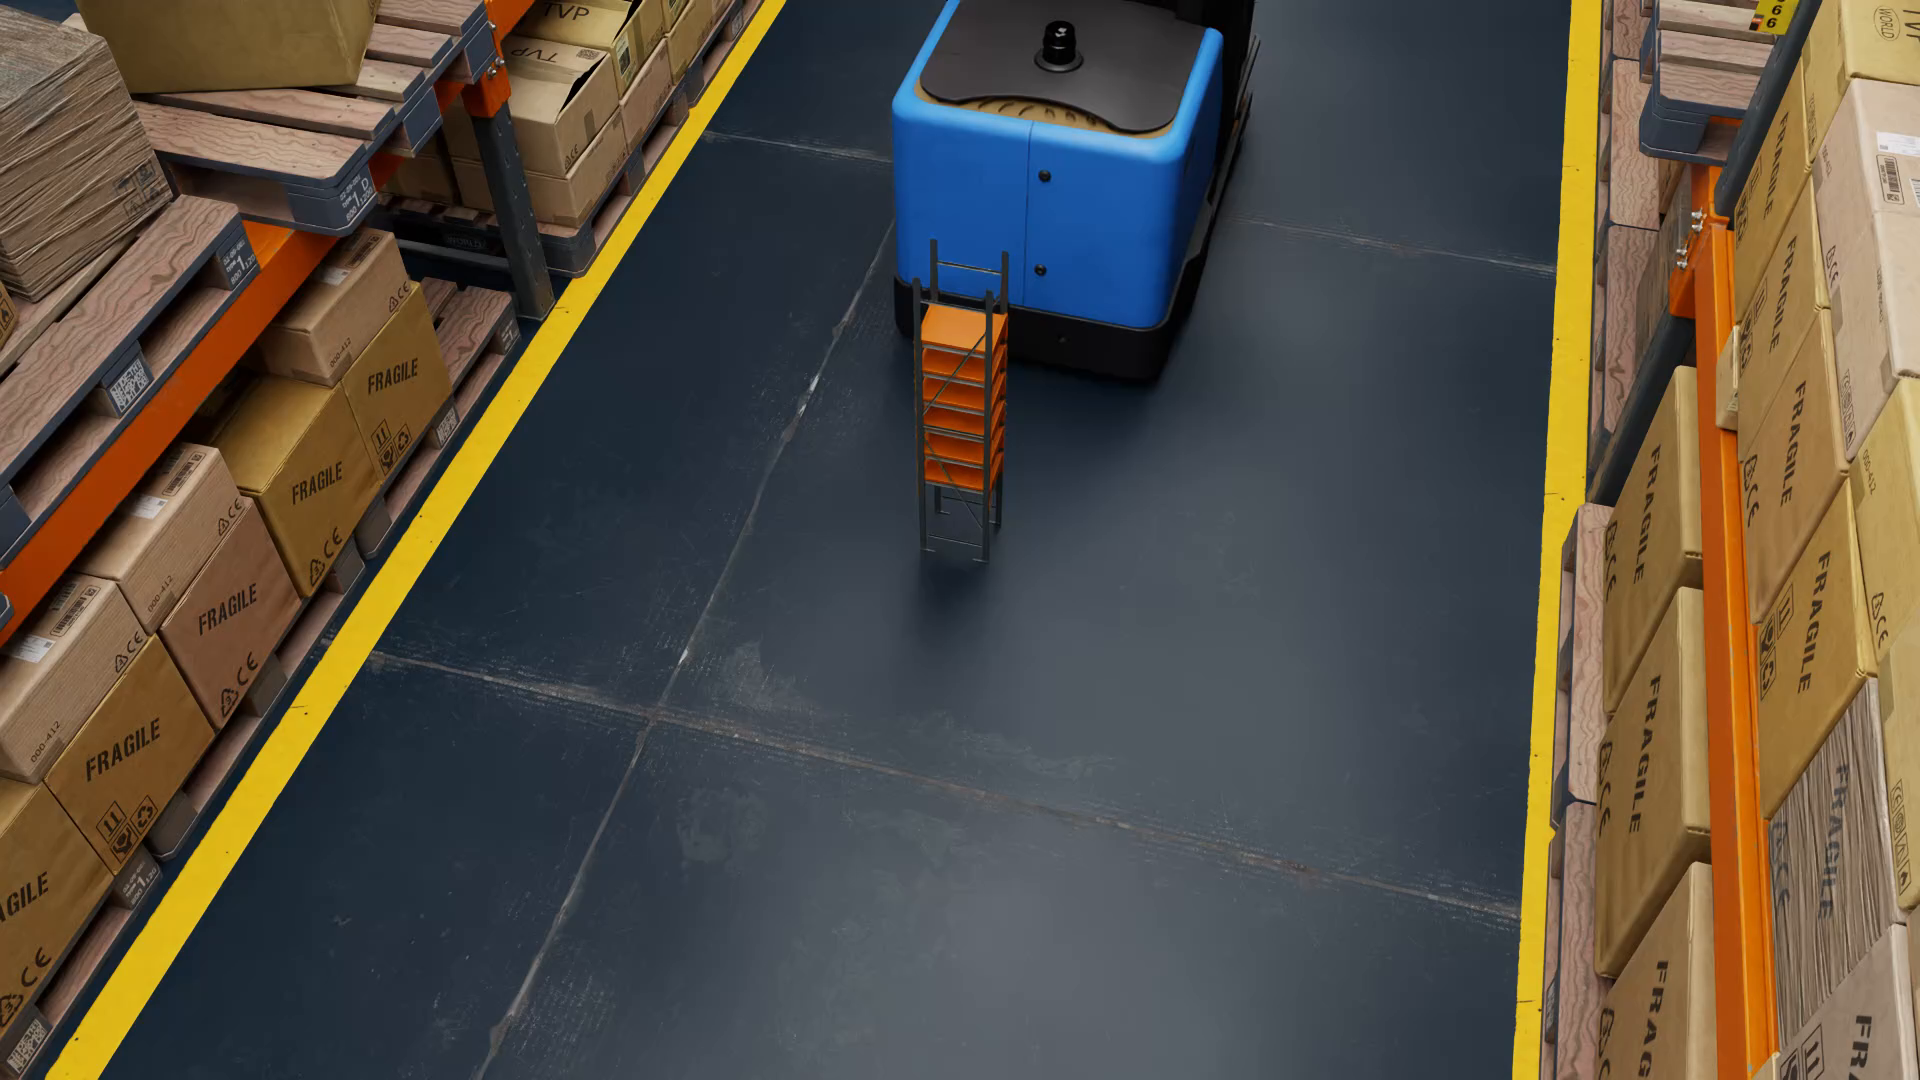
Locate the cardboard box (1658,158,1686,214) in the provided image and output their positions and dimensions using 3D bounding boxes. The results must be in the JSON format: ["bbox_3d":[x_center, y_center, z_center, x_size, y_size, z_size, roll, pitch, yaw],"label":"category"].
[{"bbox_3d":[3.176,-1.571,6.510,0.700,0.500,0.500,11,50,10],"label":"cardboard box"}]

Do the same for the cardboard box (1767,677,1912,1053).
[{"bbox_3d":[1.776,0.632,2.913,0.500,0.500,0.500,12,50,10],"label":"cardboard box"}]

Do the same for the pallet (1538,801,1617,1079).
[{"bbox_3d":[2.082,1.351,4.417,1.003,0.211,1.213,12,50,10],"label":"pallet"}]

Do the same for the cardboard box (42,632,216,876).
[{"bbox_3d":[-2.517,0.543,4.644,0.500,0.500,0.500,12,50,10],"label":"cardboard box"}]

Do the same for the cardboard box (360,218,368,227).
[{"bbox_3d":[-2.490,-1.028,6.030,0.500,0.500,0.500,13,50,12],"label":"cardboard box"}]

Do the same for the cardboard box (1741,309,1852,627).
[{"bbox_3d":[2.032,-0.109,3.567,0.500,0.500,0.500,11,50,10],"label":"cardboard box"}]

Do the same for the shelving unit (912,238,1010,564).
[{"bbox_3d":[0.004,-0.408,5.309,0.258,1.200,0.189,12,50,10],"label":"shelving unit"}]

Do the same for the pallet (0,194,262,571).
[{"bbox_3d":[-2.602,-0.511,4.328,1.003,0.211,1.213,12,50,10],"label":"pallet"}]

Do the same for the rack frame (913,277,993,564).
[{"bbox_3d":[-0.020,-0.341,5.251,0.240,1.200,0.006,12,50,10],"label":"rack frame"}]

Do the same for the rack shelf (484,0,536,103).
[{"bbox_3d":[-1.568,-3.191,7.045,1.077,0.370,4.000,12,50,10],"label":"rack shelf"}]

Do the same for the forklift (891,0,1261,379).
[{"bbox_3d":[0.653,-2.699,6.177,1.130,2.935,3.031,12,50,11],"label":"forklift"}]

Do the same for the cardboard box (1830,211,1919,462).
[{"bbox_3d":[2.048,-0.365,3.292,0.500,0.250,0.500,12,50,10],"label":"cardboard box"}]

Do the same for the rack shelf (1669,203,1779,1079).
[{"bbox_3d":[2.159,0.678,3.631,1.077,0.370,4.000,12,50,10],"label":"rack shelf"}]

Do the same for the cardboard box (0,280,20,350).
[{"bbox_3d":[-2.742,-0.551,3.889,0.700,0.500,0.500,0,49,0],"label":"cardboard box"}]

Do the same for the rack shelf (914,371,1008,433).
[{"bbox_3d":[0.004,-0.458,5.253,0.258,0.103,0.180,12,50,10],"label":"rack shelf"}]

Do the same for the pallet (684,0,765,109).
[{"bbox_3d":[-1.517,-2.527,7.839,1.003,0.211,1.213,12,50,10],"label":"pallet"}]

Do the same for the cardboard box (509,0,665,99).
[{"bbox_3d":[-1.544,-2.099,6.782,0.500,0.311,0.500,10,49,9],"label":"cardboard box"}]

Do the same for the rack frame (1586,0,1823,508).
[{"bbox_3d":[2.685,-1.007,4.638,1.000,3.000,0.127,12,50,10],"label":"rack frame"}]

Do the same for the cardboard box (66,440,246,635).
[{"bbox_3d":[-2.391,-0.043,4.661,0.500,0.250,0.500,11,49,9],"label":"cardboard box"}]

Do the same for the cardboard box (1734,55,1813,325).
[{"bbox_3d":[2.310,-0.844,4.216,0.500,0.500,0.500,13,50,11],"label":"cardboard box"}]

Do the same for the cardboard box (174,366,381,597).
[{"bbox_3d":[-2.251,-0.203,5.303,0.500,0.500,0.500,10,49,9],"label":"cardboard box"}]

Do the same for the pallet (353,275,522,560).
[{"bbox_3d":[-2.328,-0.527,6.074,1.003,0.211,1.213,12,50,10],"label":"pallet"}]

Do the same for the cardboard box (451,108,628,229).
[{"bbox_3d":[-1.674,-1.532,6.655,0.500,0.250,0.500,11,50,10],"label":"cardboard box"}]

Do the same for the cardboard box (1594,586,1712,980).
[{"bbox_3d":[2.128,0.704,4.282,0.750,0.750,0.750,11,50,10],"label":"cardboard box"}]

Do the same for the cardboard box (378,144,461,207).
[{"bbox_3d":[-2.192,-1.640,6.750,0.500,0.250,0.500,13,50,11],"label":"cardboard box"}]

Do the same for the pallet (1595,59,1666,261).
[{"bbox_3d":[3.215,-1.529,6.959,1.003,0.211,1.213,12,50,10],"label":"pallet"}]

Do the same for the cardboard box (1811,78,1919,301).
[{"bbox_3d":[2.176,-0.727,3.612,0.500,0.250,0.500,11,49,10],"label":"cardboard box"}]

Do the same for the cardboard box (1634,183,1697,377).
[{"bbox_3d":[2.824,-0.857,5.879,0.700,0.500,0.500,12,50,11],"label":"cardboard box"}]

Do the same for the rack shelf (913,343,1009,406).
[{"bbox_3d":[0.004,-0.537,5.163,0.258,0.103,0.180,12,50,10],"label":"rack shelf"}]

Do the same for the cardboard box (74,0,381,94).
[{"bbox_3d":[-2.152,-1.676,4.882,0.700,0.500,0.500,-3,49,-3],"label":"cardboard box"}]

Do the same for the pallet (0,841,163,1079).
[{"bbox_3d":[-2.970,1.238,4.516,1.003,0.211,1.213,12,50,10],"label":"pallet"}]

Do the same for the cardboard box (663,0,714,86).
[{"bbox_3d":[-1.411,-2.273,7.309,0.500,0.250,0.500,10,49,9],"label":"cardboard box"}]

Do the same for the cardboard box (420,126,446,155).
[{"bbox_3d":[-2.195,-1.824,6.539,0.500,0.311,0.500,13,50,11],"label":"cardboard box"}]

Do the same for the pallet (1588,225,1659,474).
[{"bbox_3d":[2.892,-0.649,6.182,1.003,0.211,1.213,12,50,10],"label":"pallet"}]

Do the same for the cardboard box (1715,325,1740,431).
[{"bbox_3d":[2.149,-0.382,4.241,0.380,0.149,0.250,13,50,11],"label":"cardboard box"}]

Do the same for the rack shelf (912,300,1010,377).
[{"bbox_3d":[0.004,-0.616,5.073,0.258,0.103,0.180,12,50,10],"label":"rack shelf"}]

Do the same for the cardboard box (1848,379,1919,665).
[{"bbox_3d":[1.920,0.006,2.966,0.500,0.250,0.500,11,49,9],"label":"cardboard box"}]
